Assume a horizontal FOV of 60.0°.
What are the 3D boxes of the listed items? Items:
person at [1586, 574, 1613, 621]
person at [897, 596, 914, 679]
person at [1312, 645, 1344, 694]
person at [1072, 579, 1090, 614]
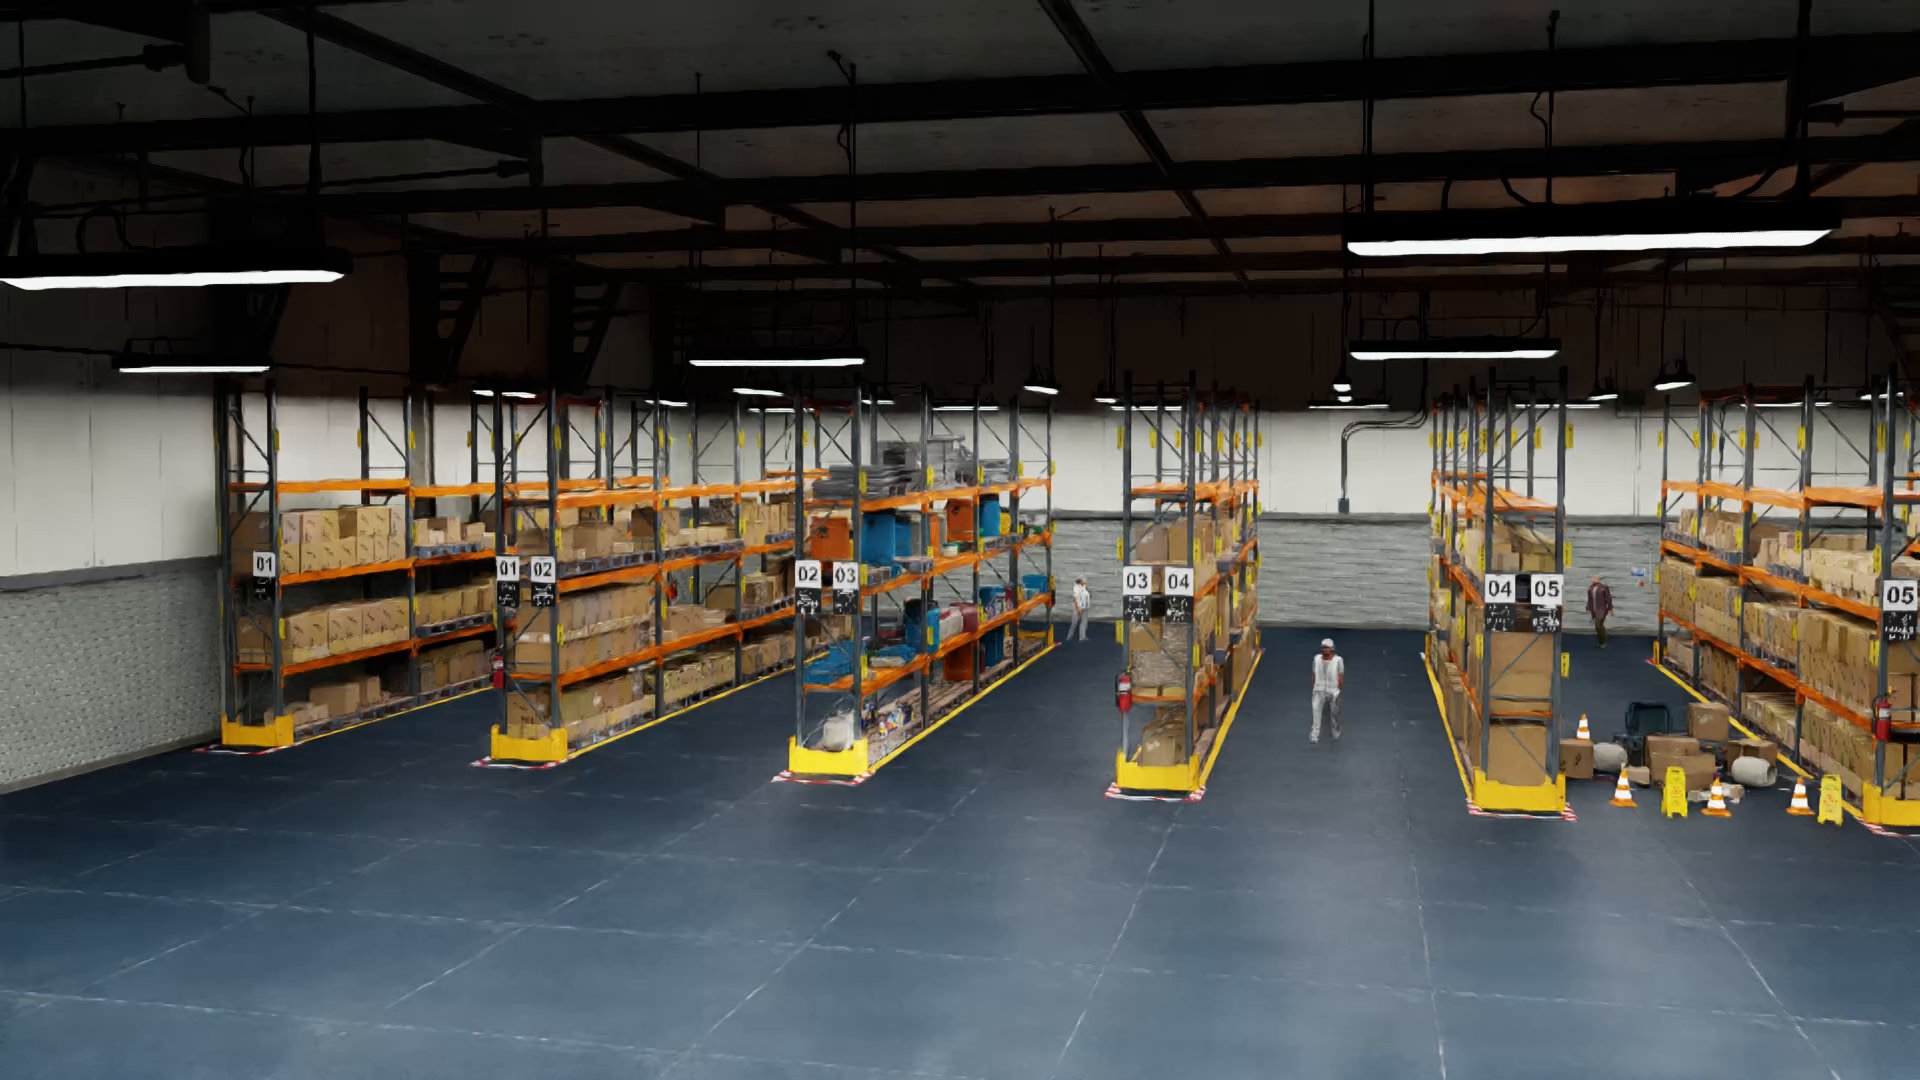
[{"bbox_3d":[15.370,1.388,40.044,0.449,1.141,0.626,-2,4,-24],"label":"person"},{"bbox_3d":[-1.106,2.036,34.941,0.576,1.708,0.626,3,5,43],"label":"person"},{"bbox_3d":[6.062,2.208,27.444,0.553,0.922,0.558,1,4,22],"label":"person"},{"bbox_3d":[3.004,1.363,41.358,0.380,0.968,0.501,3,5,43],"label":"person"}]
